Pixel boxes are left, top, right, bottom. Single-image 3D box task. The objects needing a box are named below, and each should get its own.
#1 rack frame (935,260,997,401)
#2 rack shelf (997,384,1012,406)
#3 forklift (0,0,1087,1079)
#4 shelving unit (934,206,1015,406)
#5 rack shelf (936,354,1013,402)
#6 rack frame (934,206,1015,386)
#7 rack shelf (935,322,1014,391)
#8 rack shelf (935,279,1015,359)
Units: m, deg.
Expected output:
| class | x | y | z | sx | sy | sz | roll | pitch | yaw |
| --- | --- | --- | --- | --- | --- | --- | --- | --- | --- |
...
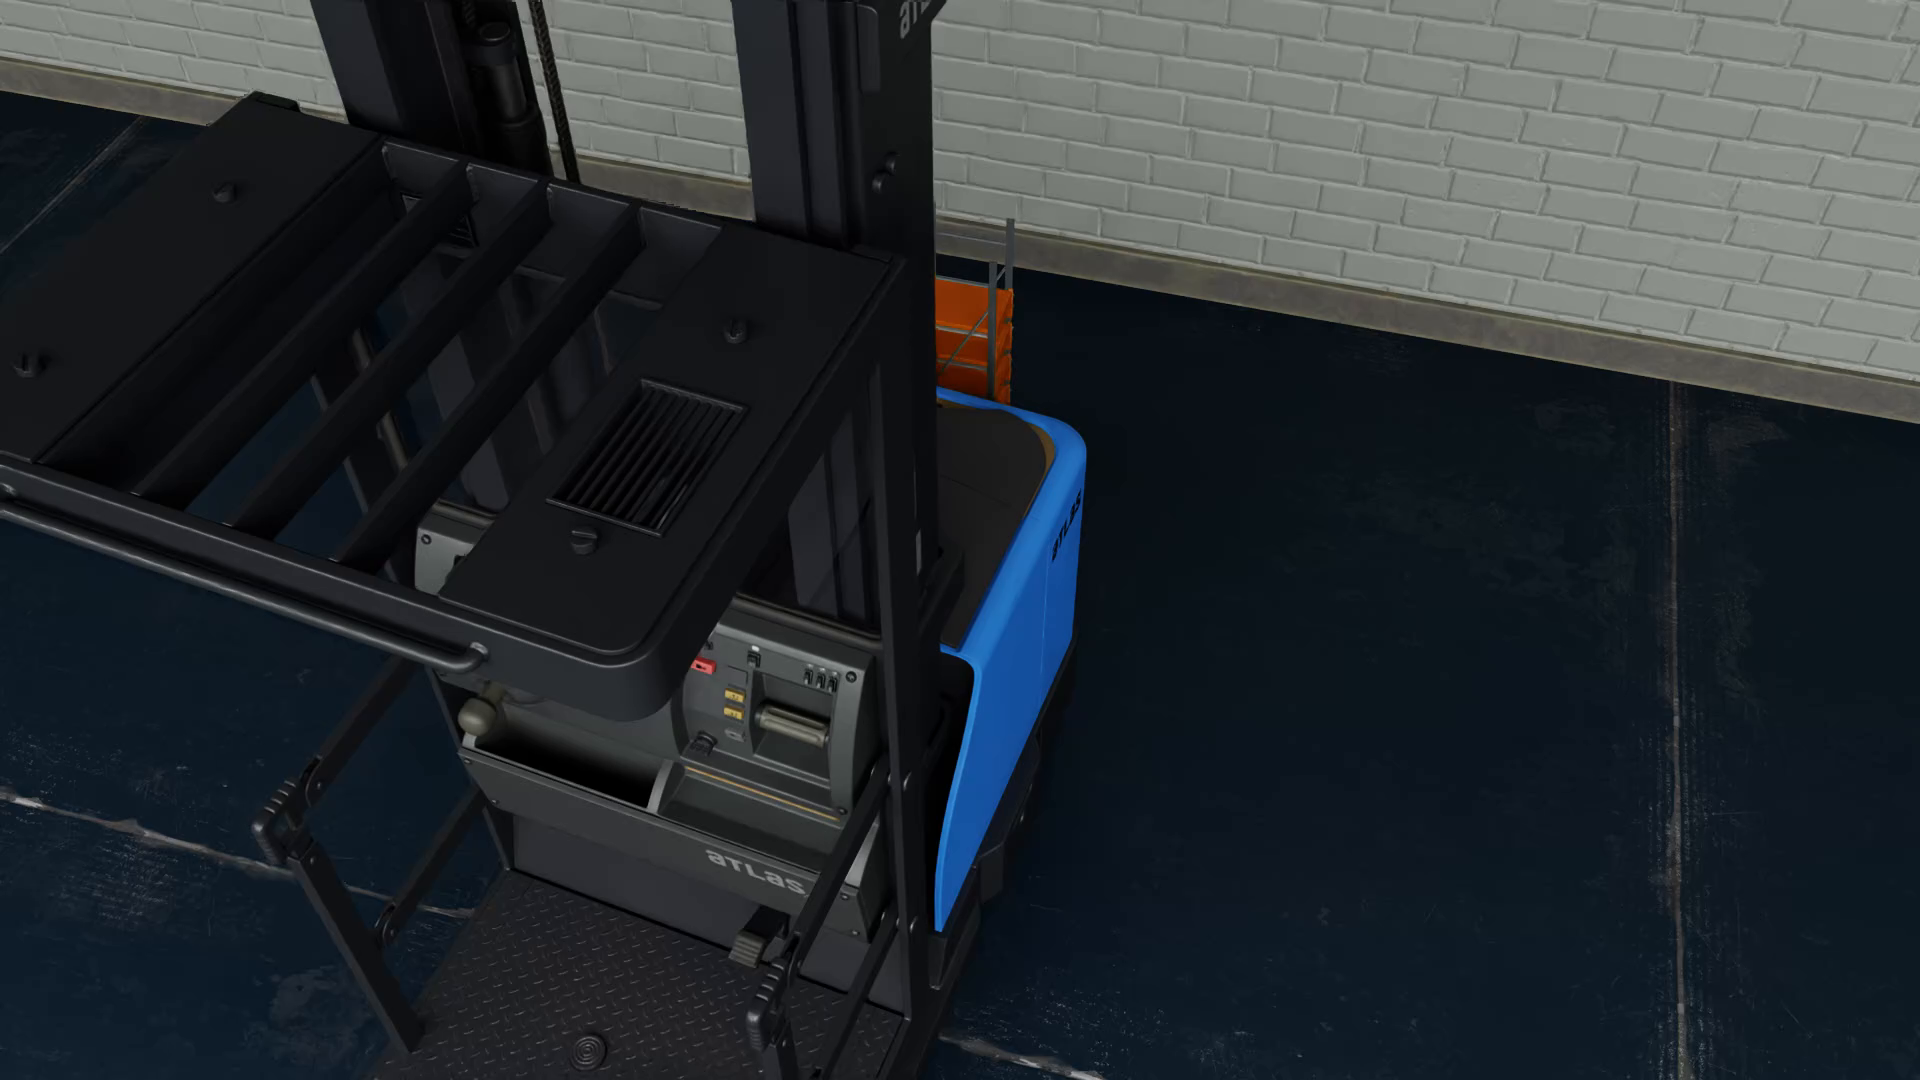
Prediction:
| class | x | y | z | sx | sy | sz | roll | pitch | yaw |
| --- | --- | --- | --- | --- | --- | --- | --- | --- | --- |
| rack frame | -0.020 | -0.341 | 4.751 | 0.240 | 1.200 | 0.006 | 12 | 50 | 10 |
| rack shelf | 0.004 | -0.378 | 4.843 | 0.258 | 0.103 | 0.180 | 12 | 50 | 10 |
| forklift | -0.687 | 0.356 | 2.981 | 1.130 | 2.935 | 3.031 | 17 | 51 | 14 |
| shelving unit | 0.004 | -0.407 | 4.809 | 0.258 | 1.200 | 0.189 | 12 | 50 | 10 |
| rack shelf | 0.004 | -0.457 | 4.753 | 0.258 | 0.103 | 0.180 | 12 | 50 | 10 |
| rack frame | 0.028 | -0.474 | 4.868 | 0.240 | 1.200 | 0.006 | 12 | 50 | 10 |
| rack shelf | 0.004 | -0.537 | 4.663 | 0.258 | 0.103 | 0.180 | 12 | 50 | 10 |
| rack shelf | 0.004 | -0.616 | 4.573 | 0.258 | 0.103 | 0.180 | 12 | 50 | 10 |
